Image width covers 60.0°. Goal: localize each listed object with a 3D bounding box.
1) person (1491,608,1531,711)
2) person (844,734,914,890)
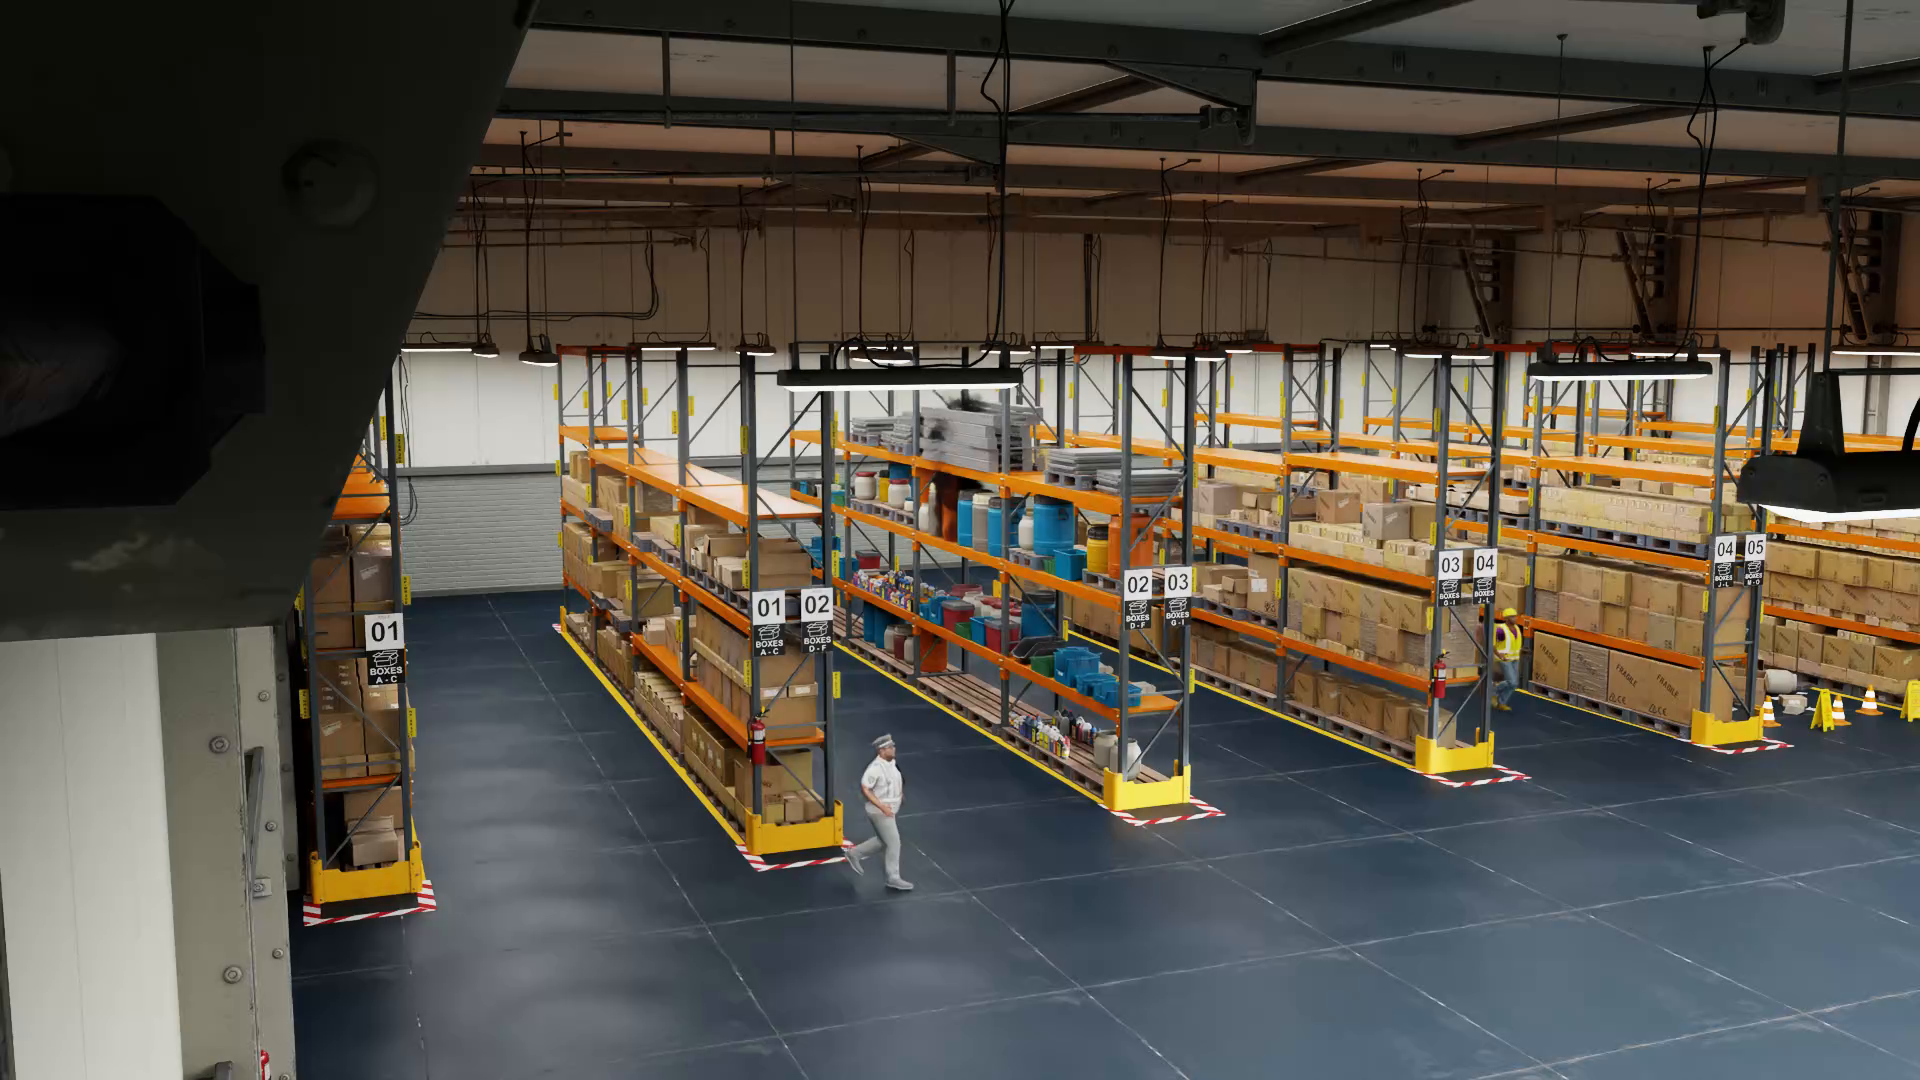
[{"bbox_3d":[9.088,1.981,27.527,0.676,1.720,0.571,-4,8,-31],"label":"person"},{"bbox_3d":[-0.915,3.060,18.888,0.819,1.776,0.656,2,7,14],"label":"person"}]
